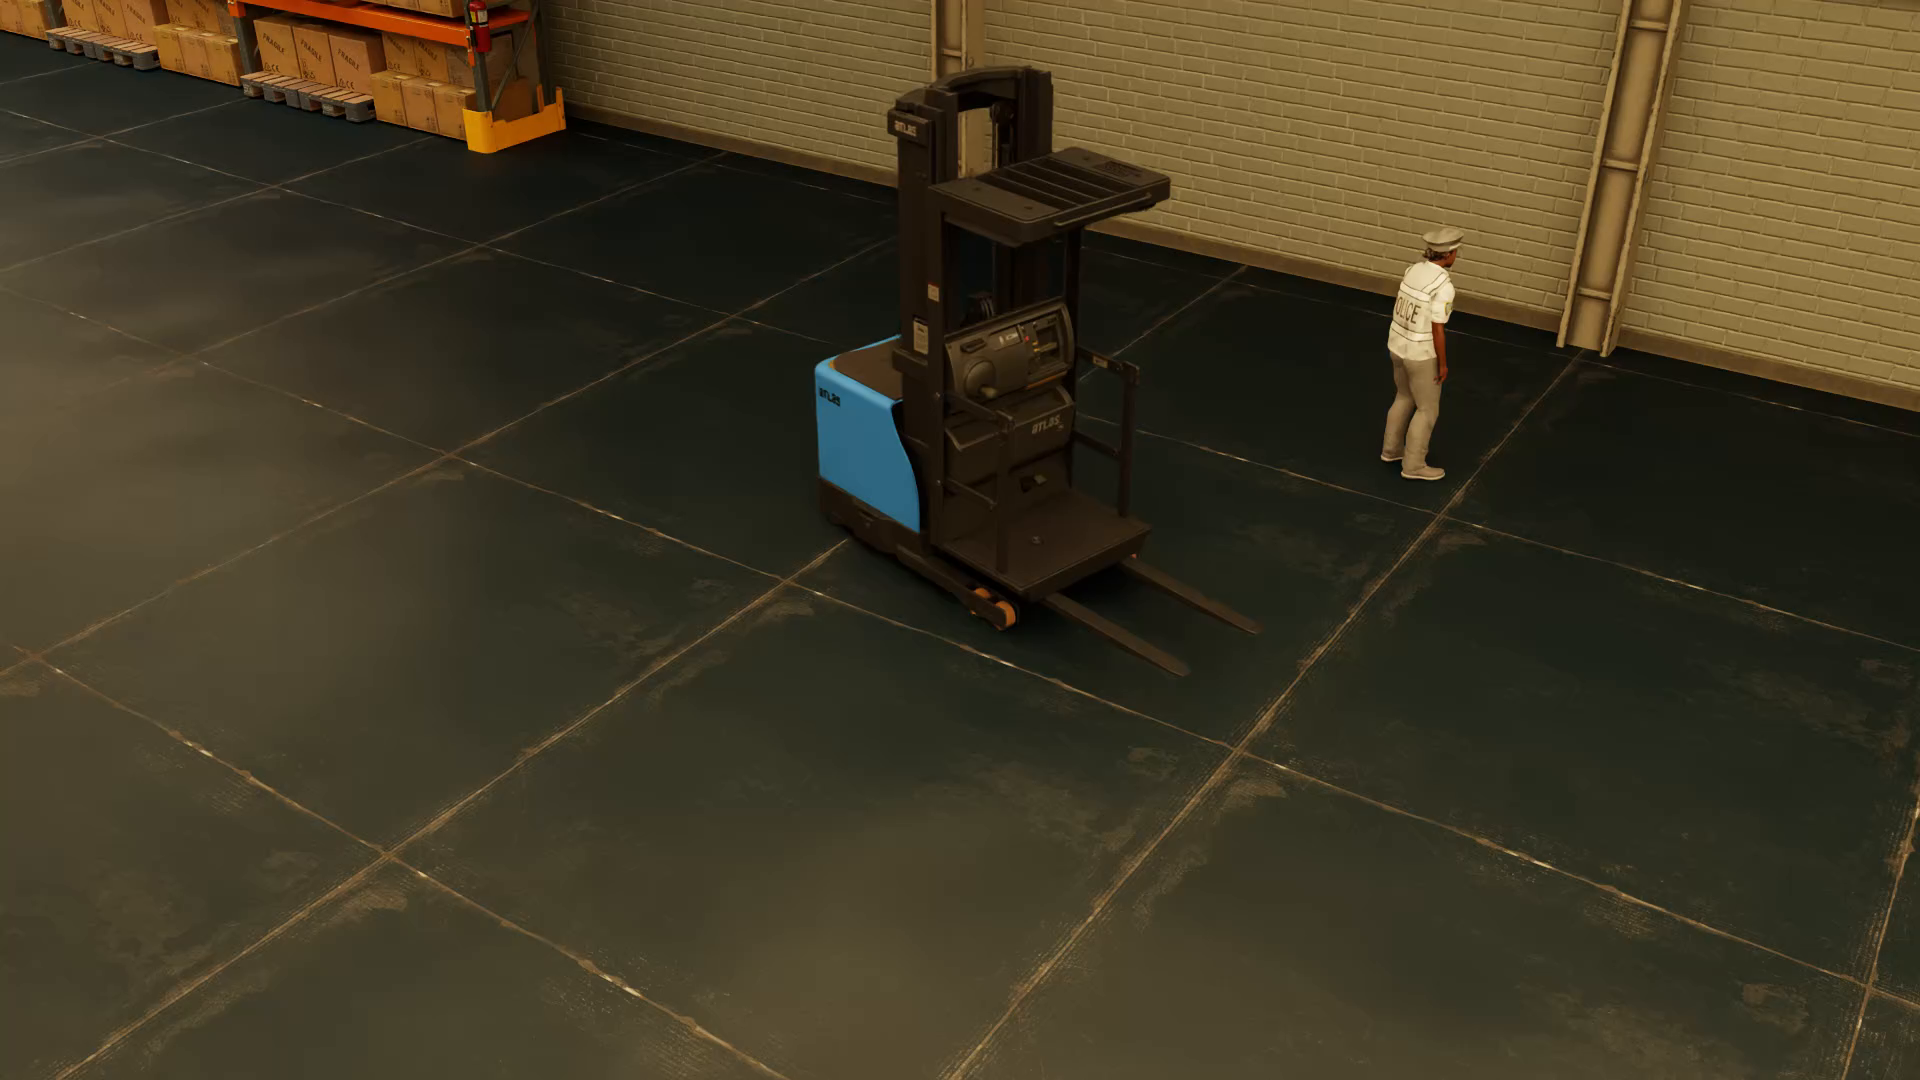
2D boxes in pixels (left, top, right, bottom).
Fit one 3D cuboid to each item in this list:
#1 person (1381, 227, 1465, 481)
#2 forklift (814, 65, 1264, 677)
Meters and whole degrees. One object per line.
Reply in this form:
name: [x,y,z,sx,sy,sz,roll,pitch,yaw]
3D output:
person: [3.044,-1.224,10.960,0.398,1.657,0.529,-11,32,-18]
forklift: [0.433,-1.035,9.364,1.130,2.935,3.031,-24,38,-35]
